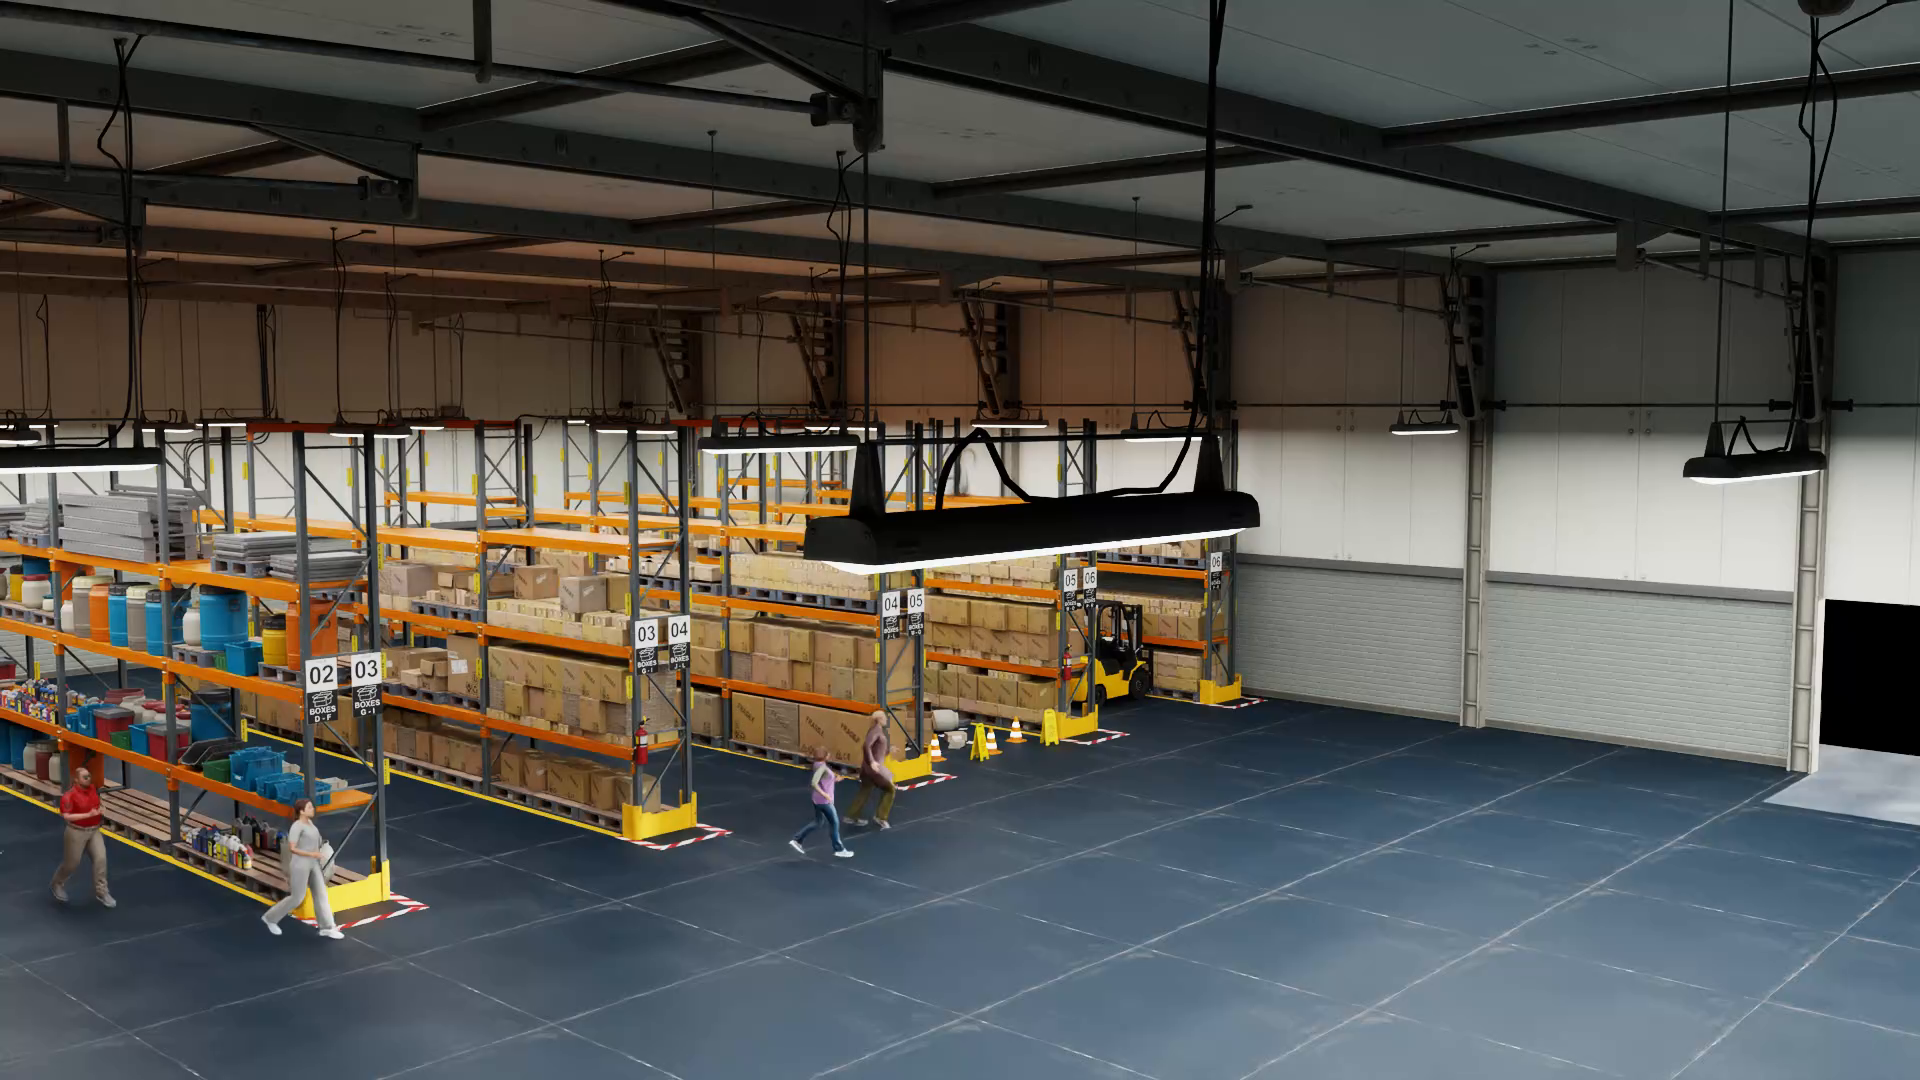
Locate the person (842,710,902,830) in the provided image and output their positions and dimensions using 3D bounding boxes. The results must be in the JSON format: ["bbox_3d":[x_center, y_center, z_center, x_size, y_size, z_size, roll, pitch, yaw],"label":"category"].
[{"bbox_3d":[-1.281,3.450,24.767,0.936,1.830,0.636,-2,5,-20],"label":"person"}]

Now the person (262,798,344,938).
[{"bbox_3d":[-7.762,3.864,19.684,0.961,1.647,0.602,0,5,4],"label":"person"}]

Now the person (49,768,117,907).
[{"bbox_3d":[-11.089,3.732,20.975,0.959,1.746,0.650,2,5,21],"label":"person"}]

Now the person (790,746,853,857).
[{"bbox_3d":[-1.907,3.680,23.073,0.868,1.484,0.540,-2,5,-20],"label":"person"}]
